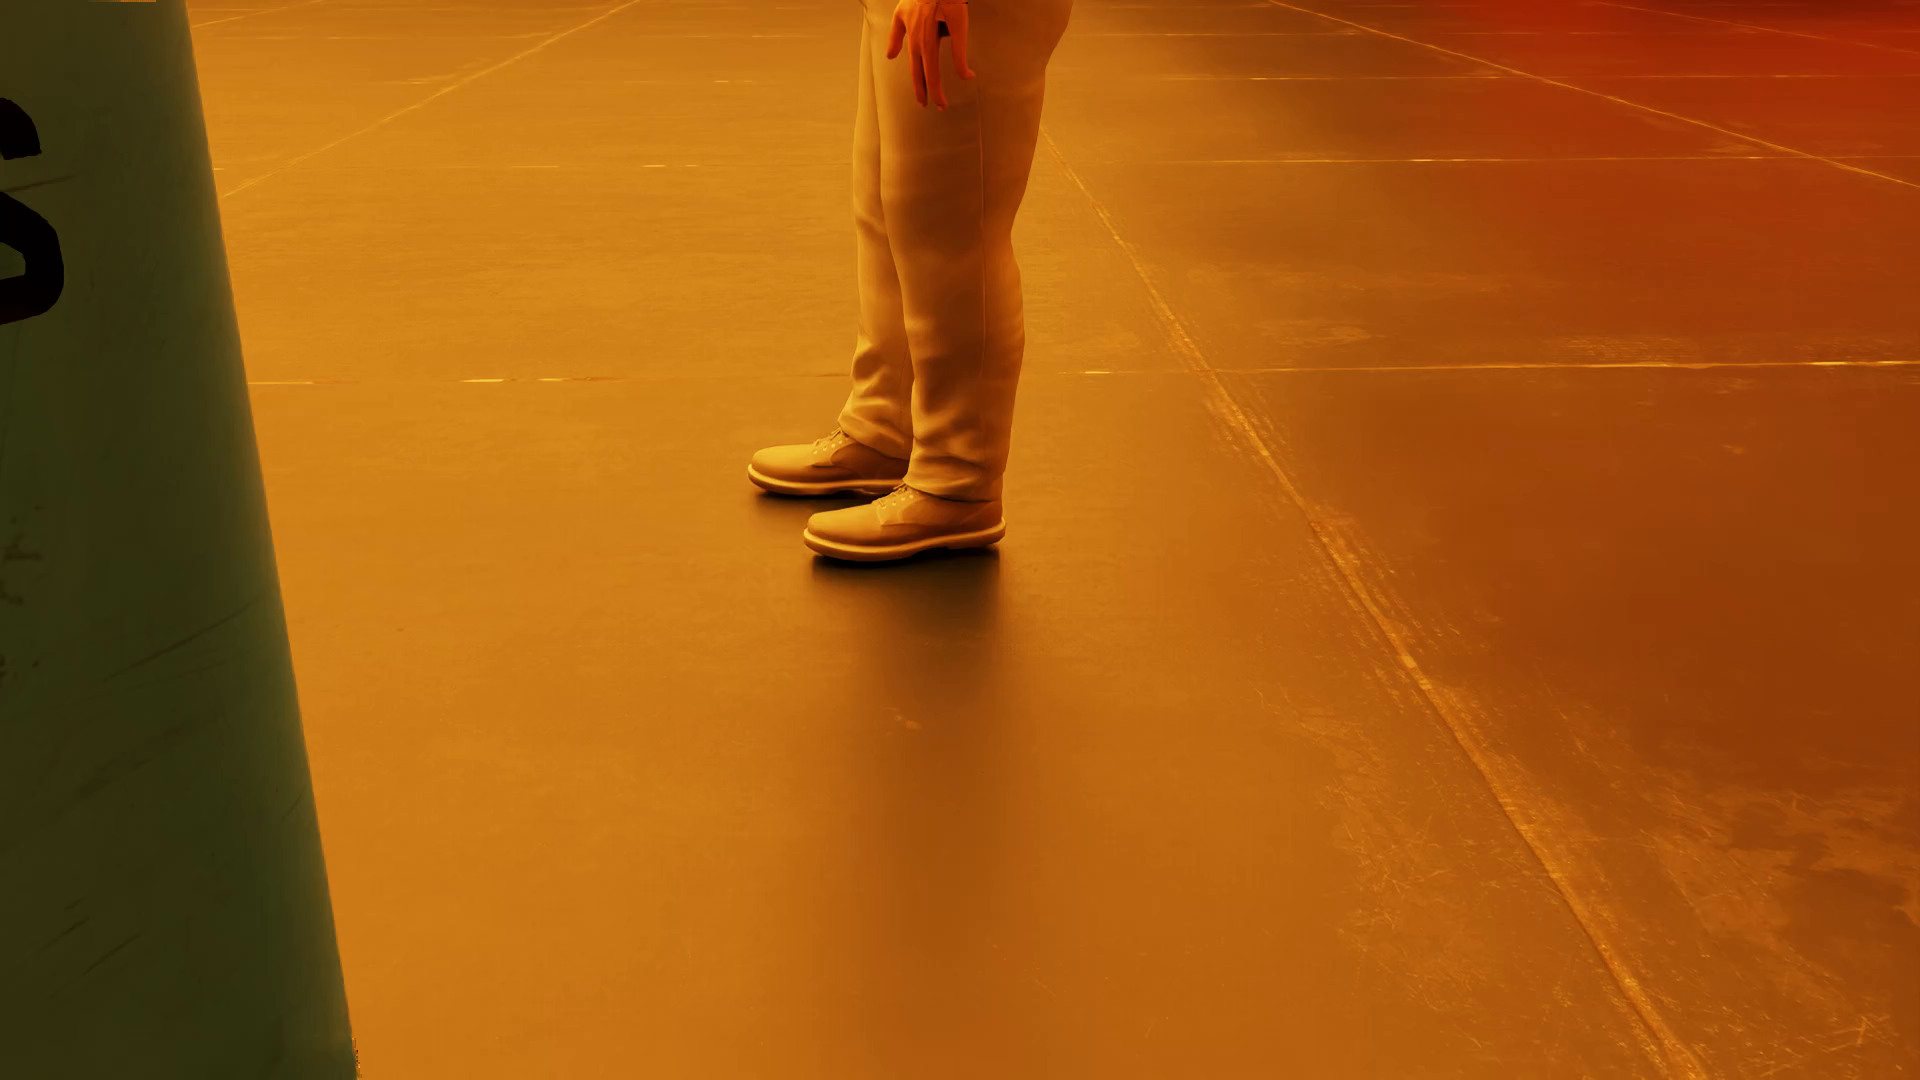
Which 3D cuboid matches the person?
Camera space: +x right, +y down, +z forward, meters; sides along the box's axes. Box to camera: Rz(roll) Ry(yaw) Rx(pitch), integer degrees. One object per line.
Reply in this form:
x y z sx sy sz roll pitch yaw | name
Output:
-0.079 -0.840 2.415 0.574 1.781 0.641 -1 21 -3 | person
